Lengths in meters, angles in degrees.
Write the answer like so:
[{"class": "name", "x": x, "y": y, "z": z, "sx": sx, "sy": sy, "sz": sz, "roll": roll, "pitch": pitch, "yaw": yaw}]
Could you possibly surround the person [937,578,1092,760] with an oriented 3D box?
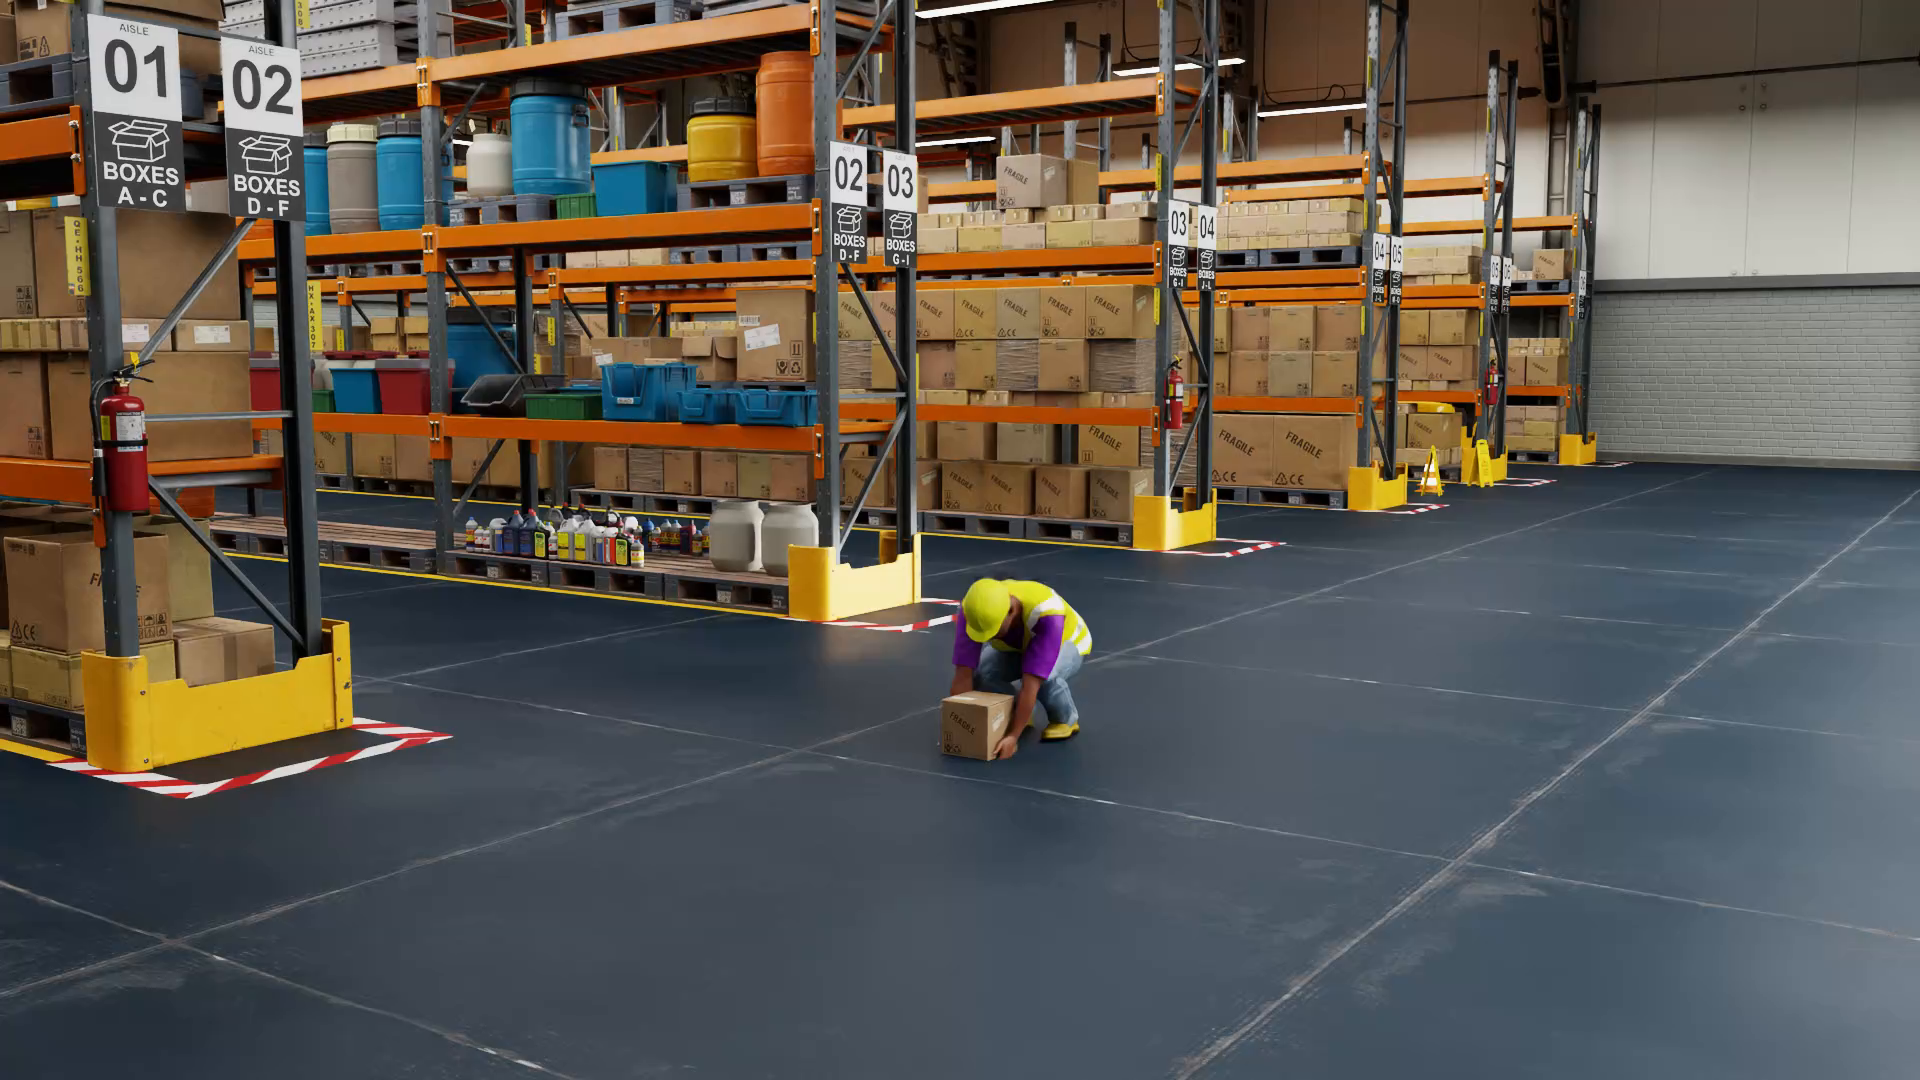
[{"class": "person", "x": 0.286, "y": 0.575, "z": 7.715, "sx": 0.547, "sy": 0.886, "sz": 0.925, "roll": 4, "pitch": 7, "yaw": 33}]
